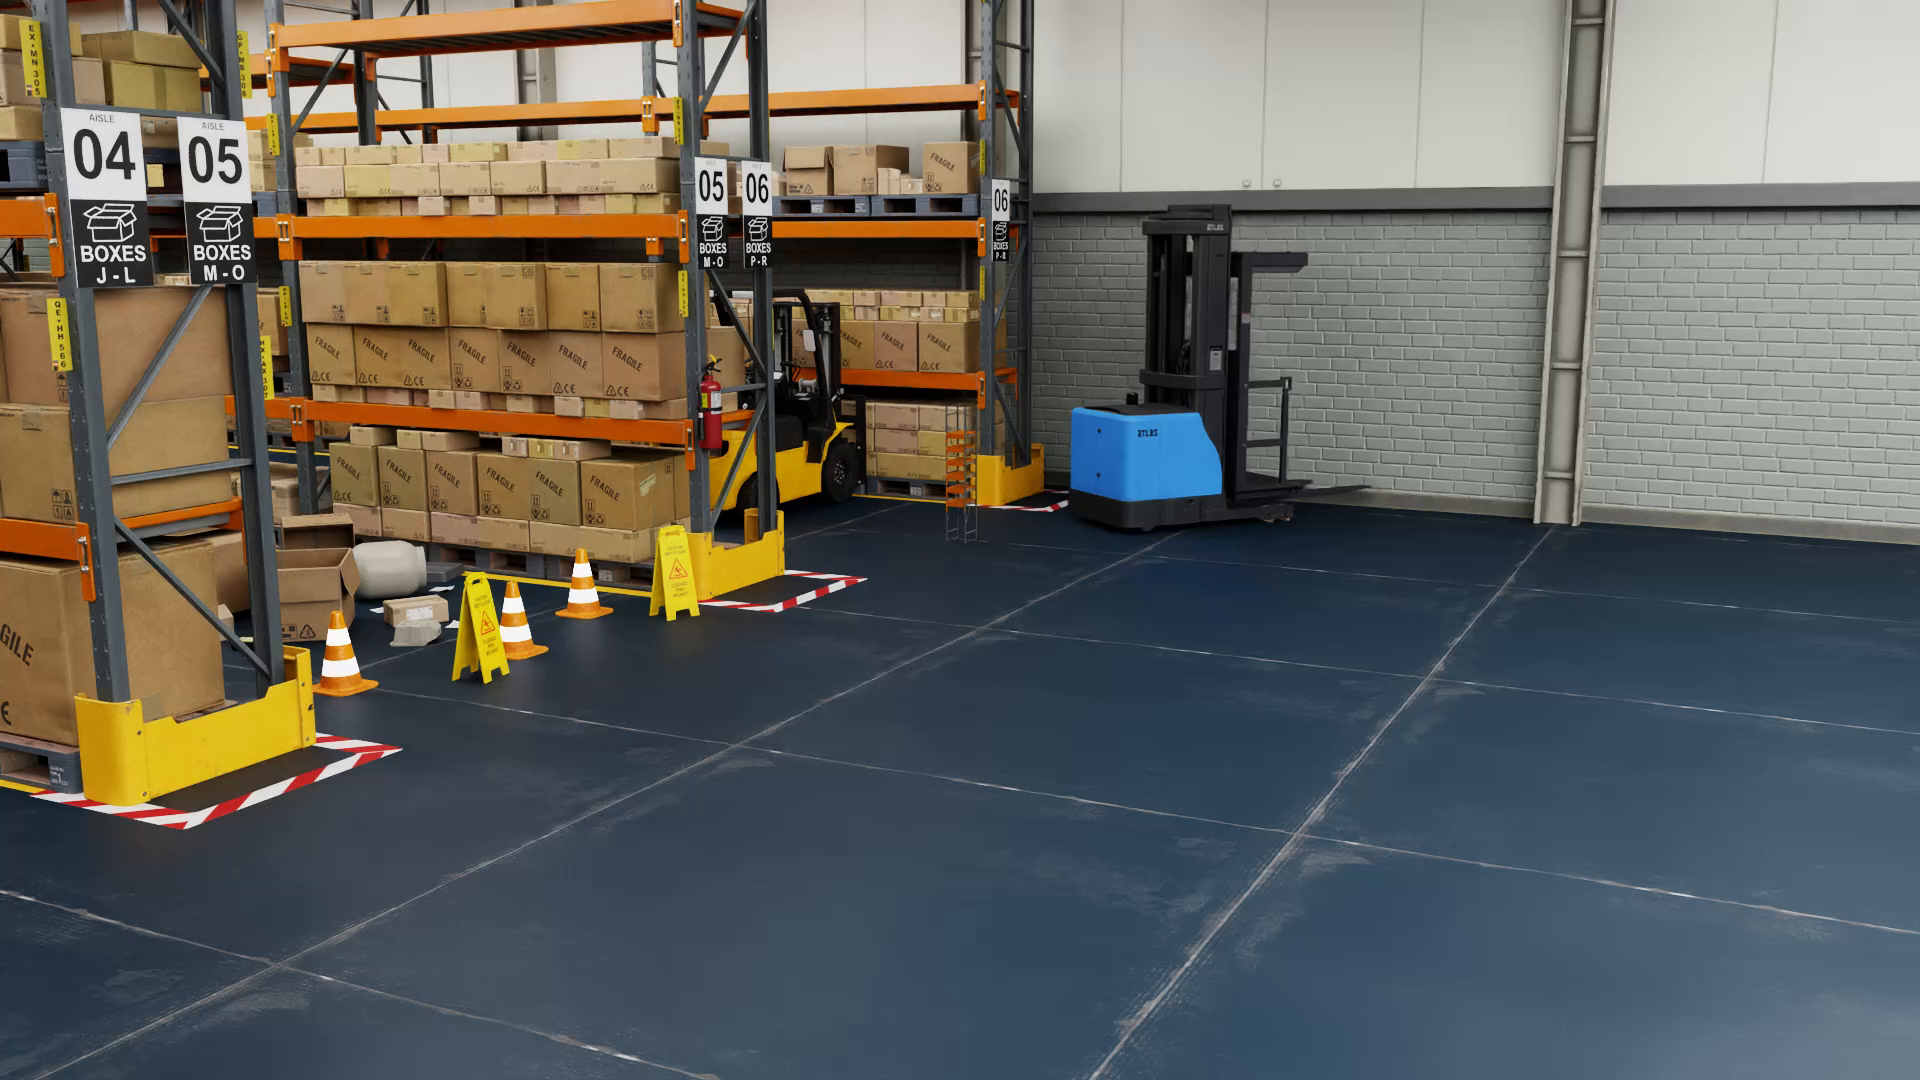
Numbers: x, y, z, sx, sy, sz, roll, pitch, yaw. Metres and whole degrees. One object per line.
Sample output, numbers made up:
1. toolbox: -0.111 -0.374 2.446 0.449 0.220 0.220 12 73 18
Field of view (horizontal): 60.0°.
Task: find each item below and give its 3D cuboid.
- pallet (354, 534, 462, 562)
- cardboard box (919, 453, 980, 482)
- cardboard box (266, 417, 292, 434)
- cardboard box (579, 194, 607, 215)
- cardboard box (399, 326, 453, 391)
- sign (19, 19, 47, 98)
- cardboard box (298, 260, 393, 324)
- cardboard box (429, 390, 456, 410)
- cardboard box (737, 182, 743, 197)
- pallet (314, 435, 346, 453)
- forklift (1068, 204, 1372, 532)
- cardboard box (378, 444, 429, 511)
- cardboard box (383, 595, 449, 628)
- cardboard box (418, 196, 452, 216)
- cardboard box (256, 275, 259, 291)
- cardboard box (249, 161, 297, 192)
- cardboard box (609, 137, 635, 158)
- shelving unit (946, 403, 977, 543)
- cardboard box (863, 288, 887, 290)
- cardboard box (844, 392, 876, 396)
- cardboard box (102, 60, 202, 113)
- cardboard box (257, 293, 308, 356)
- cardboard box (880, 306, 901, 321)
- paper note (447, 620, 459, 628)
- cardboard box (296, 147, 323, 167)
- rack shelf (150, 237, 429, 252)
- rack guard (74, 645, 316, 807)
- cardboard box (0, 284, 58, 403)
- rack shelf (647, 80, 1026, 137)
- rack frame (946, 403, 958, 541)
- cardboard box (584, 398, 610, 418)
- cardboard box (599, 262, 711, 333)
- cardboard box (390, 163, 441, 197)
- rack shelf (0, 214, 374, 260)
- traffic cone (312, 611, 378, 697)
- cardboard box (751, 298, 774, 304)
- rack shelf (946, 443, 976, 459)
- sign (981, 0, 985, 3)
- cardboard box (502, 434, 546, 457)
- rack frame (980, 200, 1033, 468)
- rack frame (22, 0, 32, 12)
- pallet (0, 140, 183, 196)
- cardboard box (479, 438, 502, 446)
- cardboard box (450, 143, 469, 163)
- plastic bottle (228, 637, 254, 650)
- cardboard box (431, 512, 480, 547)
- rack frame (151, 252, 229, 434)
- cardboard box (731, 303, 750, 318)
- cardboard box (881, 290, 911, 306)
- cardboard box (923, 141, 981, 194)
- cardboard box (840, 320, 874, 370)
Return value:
1. pallet: -4.689 -0.023 14.263 1.213 0.211 1.003 5 11 26
2. cardboard box: -0.088 -0.760 17.049 0.500 0.250 0.500 5 11 26
3. cardboard box: -8.564 -1.646 21.241 0.500 0.500 0.500 5 11 24
4. cardboard box: -2.624 -2.503 12.423 0.250 0.149 0.380 5 12 28
5. cardboard box: -4.130 -1.481 13.374 0.500 0.500 0.500 5 11 25
6. sign: -4.072 -2.116 7.310 0.005 0.325 0.100 5 11 26
7. cardboard box: -5.008 -2.060 13.768 0.500 0.500 0.700 5 11 25
8. cardboard box: -4.023 -1.140 13.312 0.250 0.149 0.380 5 11 26
9. cardboard box: -2.156 -3.699 17.568 0.250 0.149 0.380 5 12 28
10. pallet: -7.354 -1.243 21.006 1.213 0.211 1.003 5 11 26
11. forklift: 2.574 -1.679 15.778 3.031 2.935 1.130 -5 12 -27
12. cardboard box: -4.412 -0.535 13.698 0.500 0.500 0.500 6 12 28
13. cardboard box: -3.788 0.495 11.576 0.380 0.149 0.250 -7 12 -33
14. cardboard box: -4.018 -2.615 13.040 0.250 0.149 0.380 5 11 25
15. cardboard box: -6.592 -2.326 15.044 0.250 0.149 0.380 6 12 29
16. cardboard box: -5.894 -3.074 14.111 0.500 0.250 0.500 5 11 25
17. cardboard box: -2.368 -2.878 12.251 0.250 0.149 0.380 5 12 27
18. shelving unit: 0.013 -0.589 14.617 0.189 1.200 0.258 5 11 26
19. cardboard box: -0.850 -2.615 17.818 0.250 0.149 0.380 5 11 24
20. cardboard box: -1.224 -1.455 18.081 0.500 0.250 0.500 5 11 25
21. cardboard box: -4.138 -2.212 8.232 0.500 0.250 0.500 5 11 26
22. cardboard box: -5.822 -1.844 14.201 0.500 0.500 0.500 5 11 25
23. cardboard box: -0.627 -2.338 17.123 0.250 0.149 0.380 5 11 25
24. paper note: -3.448 0.578 11.453 0.142 0.019 0.148 1 10 6
25. cardboard box: -5.168 -3.110 13.535 0.250 0.149 0.380 5 11 25
26. rack shelf: -8.494 -3.830 21.067 4.000 0.370 1.077 5 11 26
27. rack guard: -3.797 0.904 8.334 0.348 0.500 1.175 5 11 26
28. cardboard box: -4.669 -0.998 8.366 0.550 0.550 0.875 5 11 26
29. rack shelf: -1.320 -4.479 17.352 4.000 0.370 1.077 5 11 26
30. rack frame: -0.069 -0.596 14.657 0.006 1.200 0.240 5 11 26
31. cardboard box: -2.646 -1.024 12.673 0.250 0.149 0.380 5 11 25
32. cardboard box: -2.274 -1.820 12.439 0.500 0.500 0.700 5 11 24
33. cardboard box: -4.123 -2.832 13.116 0.500 0.250 0.500 5 11 26
34. rack shelf: -7.100 -2.722 14.943 4.000 0.370 1.077 5 11 26
35. traffic cone: -3.667 0.651 9.832 0.334 0.463 0.336 5 11 26
36. cardboard box: -2.022 -2.600 17.734 0.250 0.149 0.380 5 11 25
37. rack shelf: 0.013 -0.782 14.582 0.180 0.103 0.258 5 11 26
38. sign: 0.221 -5.285 15.819 0.005 0.325 0.100 5 11 26
39. cardboard box: -3.372 -0.750 13.065 0.250 0.149 0.380 6 12 28
40. rack frame: 0.474 -1.920 16.916 0.127 3.000 1.000 5 11 26
41. rack frame: -8.894 -4.709 15.483 0.127 3.000 1.000 5 11 26
42. pallet: -4.489 -1.818 8.176 1.213 0.211 1.003 5 11 26
43. cardboard box: -3.742 -0.581 13.954 0.500 0.500 0.500 6 12 29
44. cardboard box: -3.738 -3.001 12.931 0.250 0.149 0.380 5 12 27
45. plastic bottle: -4.640 0.676 10.825 0.283 0.061 0.133 1 10 6
46. cardboard box: -3.936 -0.124 13.537 0.500 0.250 0.500 5 11 25
47. rack frame: -10.288 -2.866 22.140 0.127 3.000 1.000 5 11 26
48. cardboard box: -2.277 -2.469 17.847 0.250 0.149 0.380 5 12 27
49. cardboard box: -0.613 -2.492 17.137 0.250 0.149 0.380 5 11 26
50. cardboard box: -0.031 -3.697 16.571 0.500 0.500 0.500 5 12 28
51. cardboard box: -1.005 -2.049 17.346 0.500 0.500 0.500 5 11 25
